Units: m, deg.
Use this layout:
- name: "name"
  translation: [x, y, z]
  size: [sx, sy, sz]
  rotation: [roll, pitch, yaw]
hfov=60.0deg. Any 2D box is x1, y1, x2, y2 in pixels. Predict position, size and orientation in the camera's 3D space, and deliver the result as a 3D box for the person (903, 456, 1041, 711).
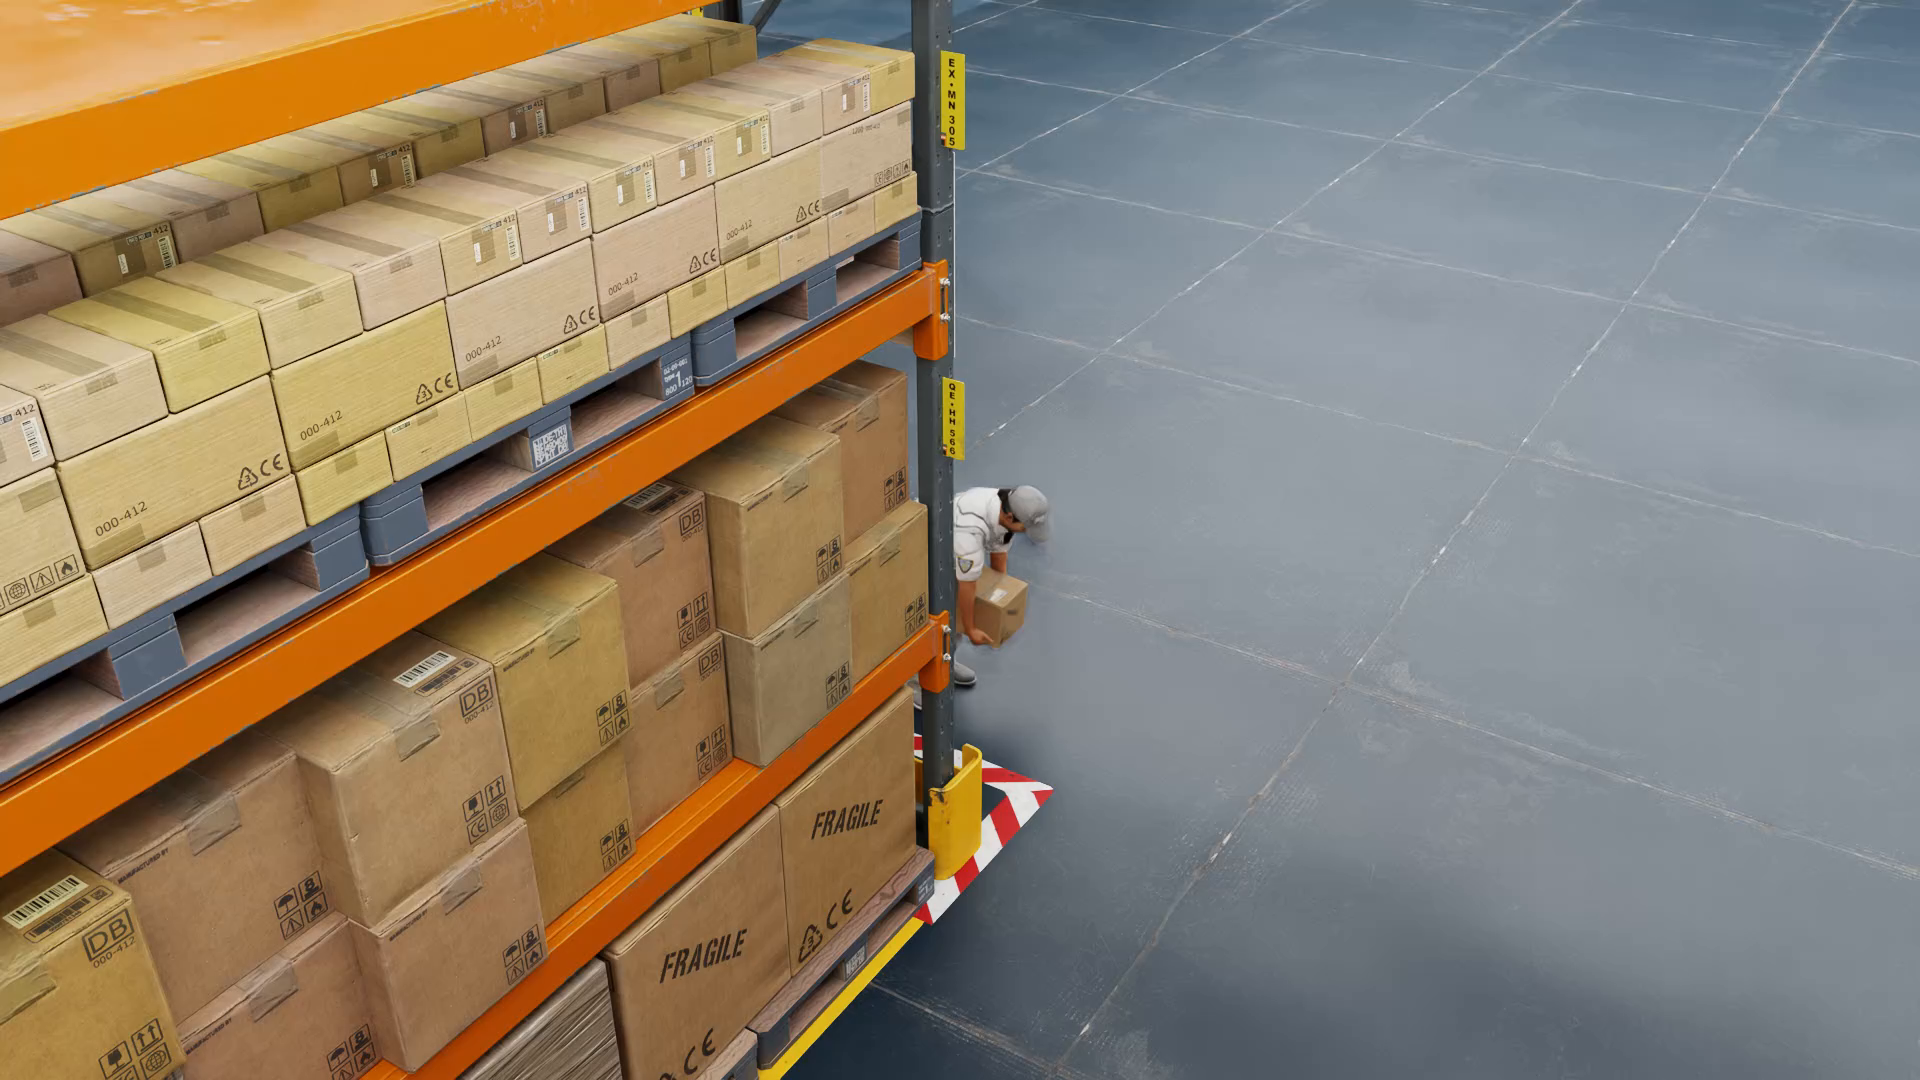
- name: "person"
  translation: [0.007, 0.182, 8.088]
  size: [0.811, 1.453, 0.452]
  rotation: [18, 35, 27]
